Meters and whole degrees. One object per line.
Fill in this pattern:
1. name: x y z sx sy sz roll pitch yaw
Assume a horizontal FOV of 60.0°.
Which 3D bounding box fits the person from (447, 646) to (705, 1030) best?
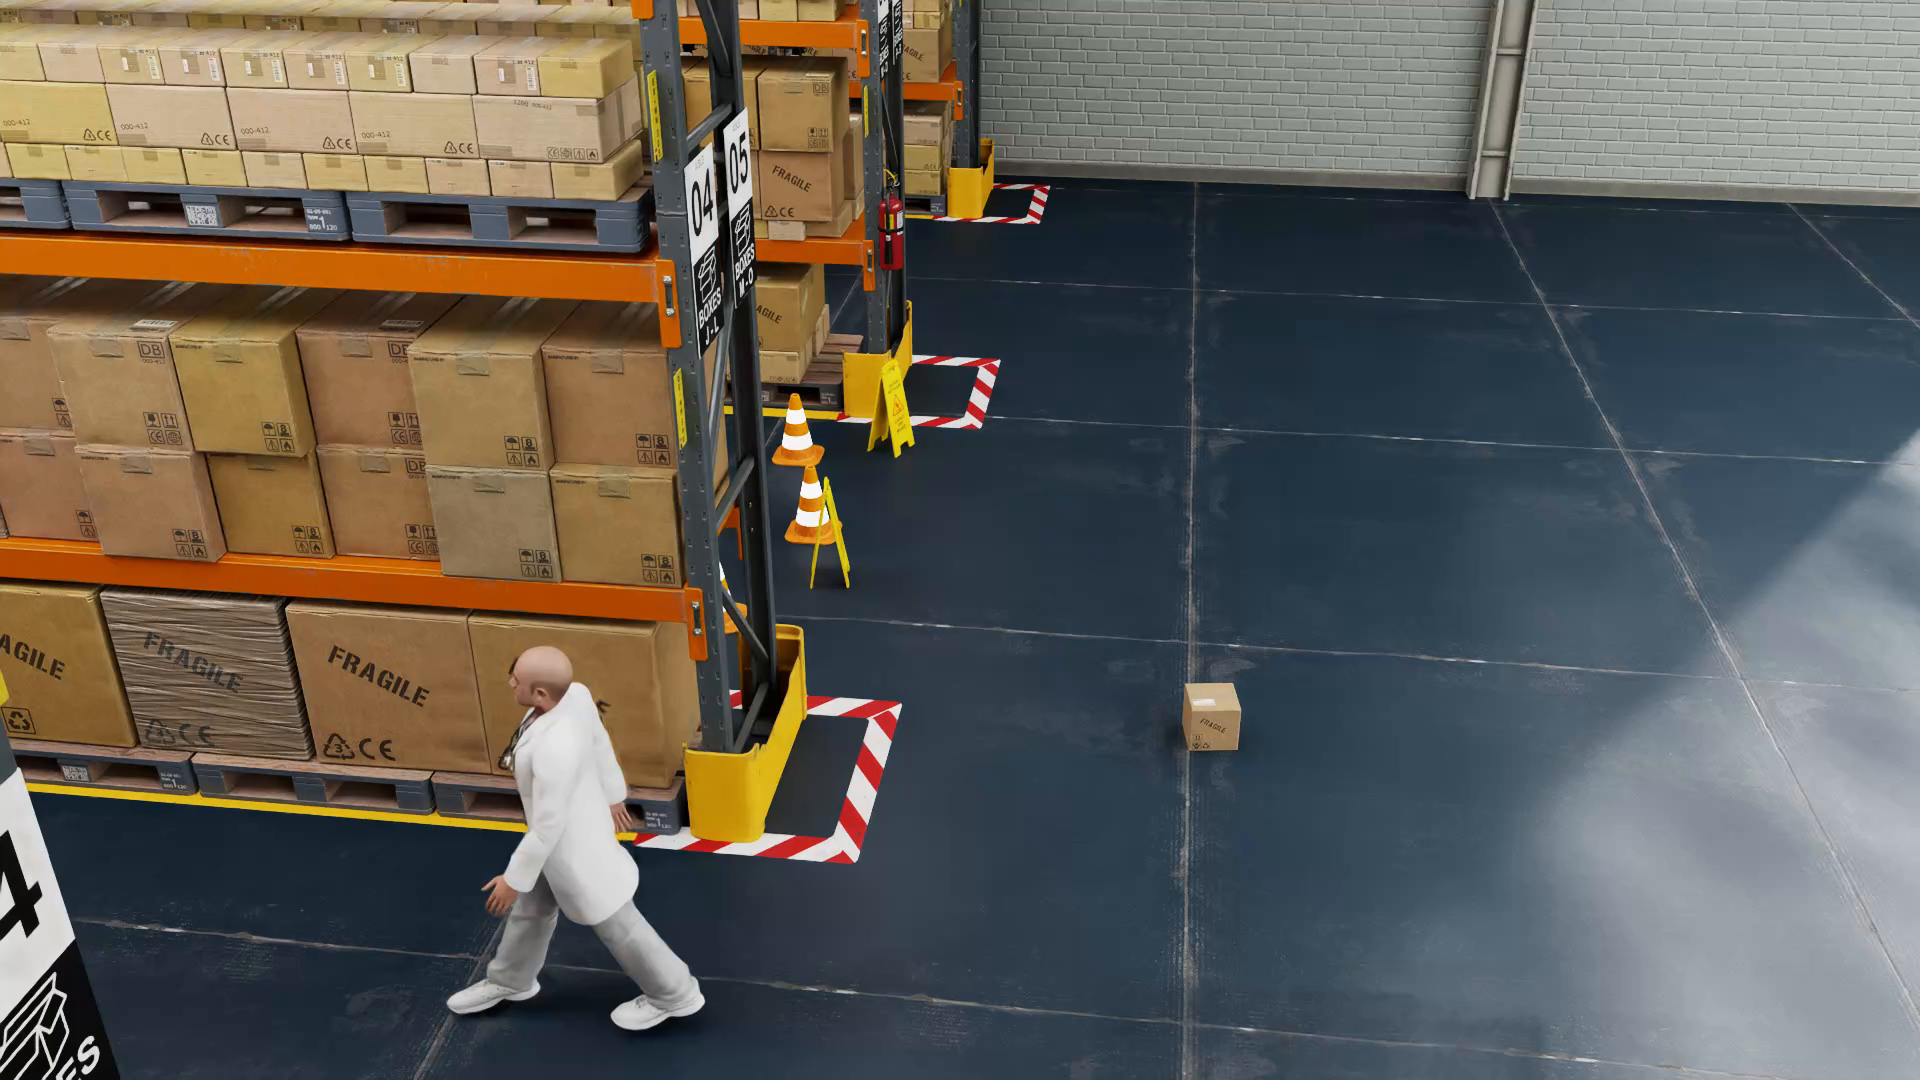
1. person: -1.573 1.168 6.414 1.048 1.743 0.638 -4 28 -8
